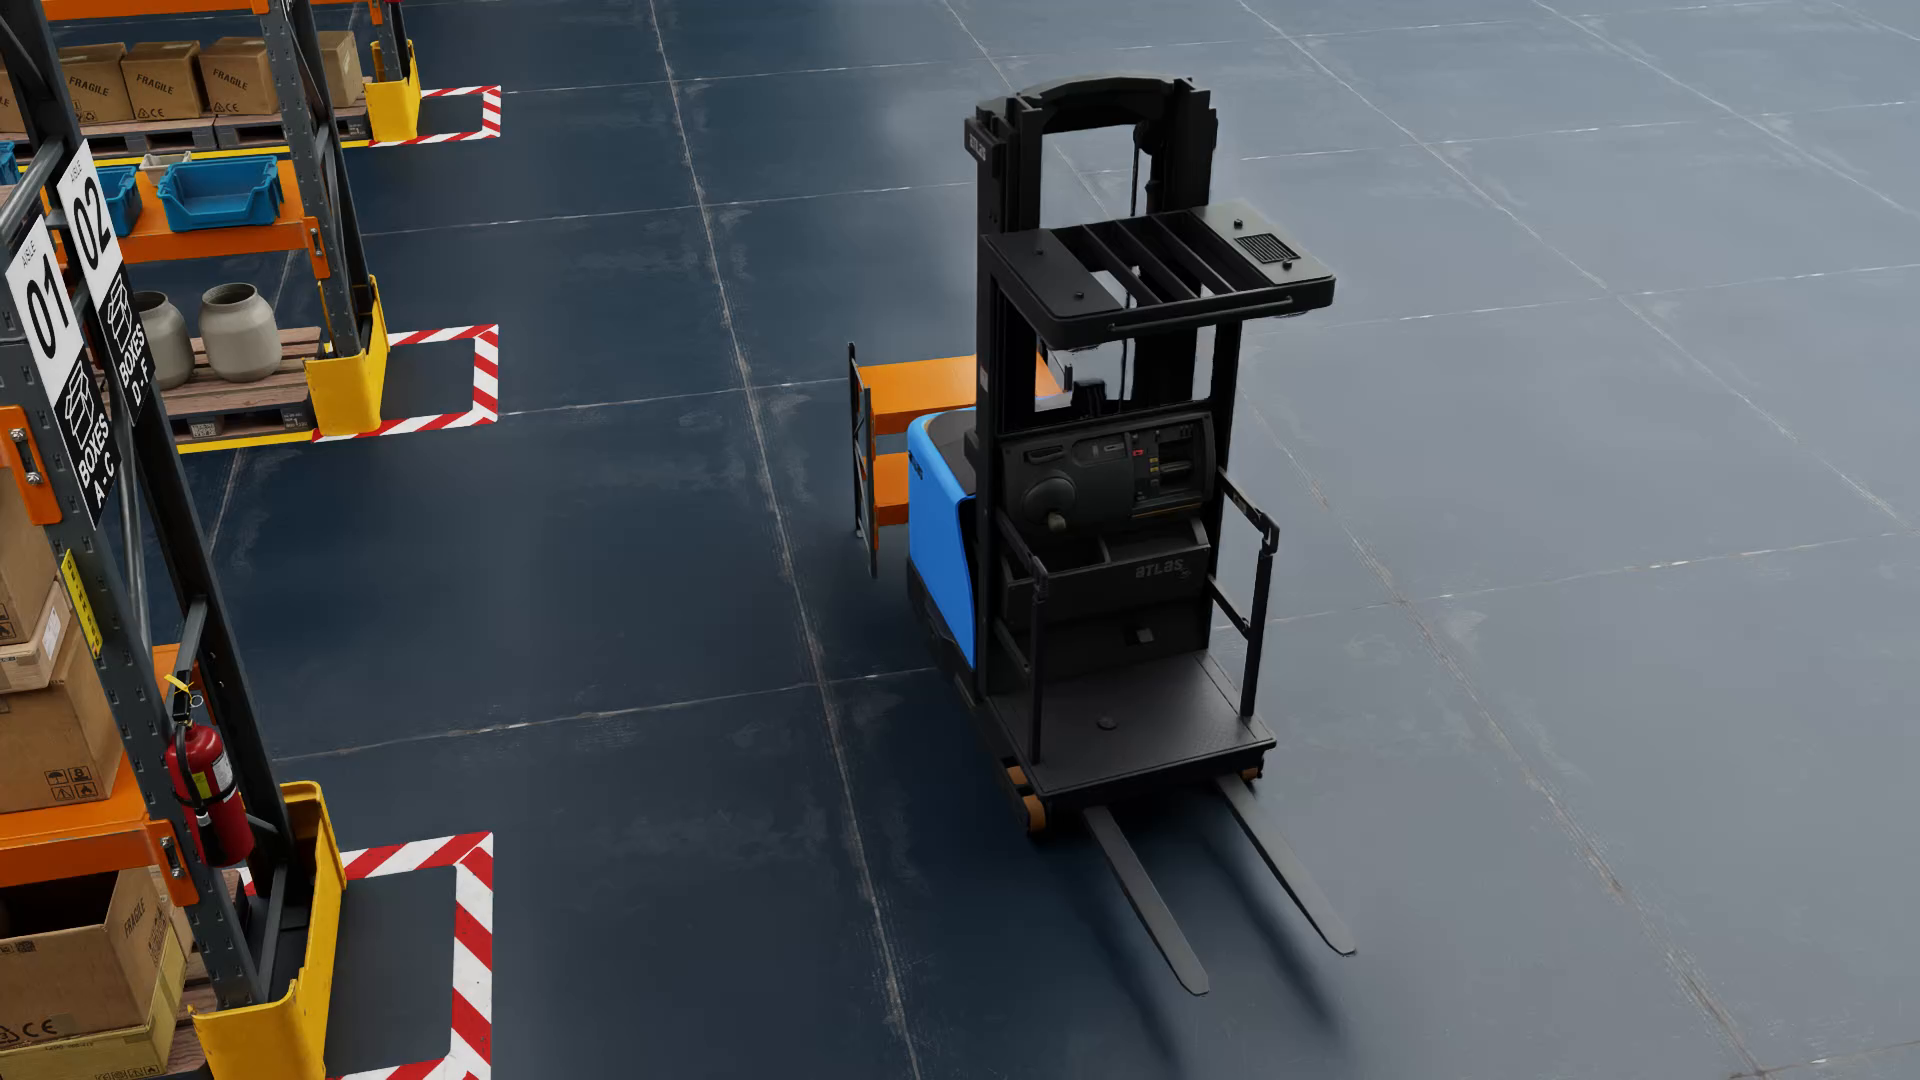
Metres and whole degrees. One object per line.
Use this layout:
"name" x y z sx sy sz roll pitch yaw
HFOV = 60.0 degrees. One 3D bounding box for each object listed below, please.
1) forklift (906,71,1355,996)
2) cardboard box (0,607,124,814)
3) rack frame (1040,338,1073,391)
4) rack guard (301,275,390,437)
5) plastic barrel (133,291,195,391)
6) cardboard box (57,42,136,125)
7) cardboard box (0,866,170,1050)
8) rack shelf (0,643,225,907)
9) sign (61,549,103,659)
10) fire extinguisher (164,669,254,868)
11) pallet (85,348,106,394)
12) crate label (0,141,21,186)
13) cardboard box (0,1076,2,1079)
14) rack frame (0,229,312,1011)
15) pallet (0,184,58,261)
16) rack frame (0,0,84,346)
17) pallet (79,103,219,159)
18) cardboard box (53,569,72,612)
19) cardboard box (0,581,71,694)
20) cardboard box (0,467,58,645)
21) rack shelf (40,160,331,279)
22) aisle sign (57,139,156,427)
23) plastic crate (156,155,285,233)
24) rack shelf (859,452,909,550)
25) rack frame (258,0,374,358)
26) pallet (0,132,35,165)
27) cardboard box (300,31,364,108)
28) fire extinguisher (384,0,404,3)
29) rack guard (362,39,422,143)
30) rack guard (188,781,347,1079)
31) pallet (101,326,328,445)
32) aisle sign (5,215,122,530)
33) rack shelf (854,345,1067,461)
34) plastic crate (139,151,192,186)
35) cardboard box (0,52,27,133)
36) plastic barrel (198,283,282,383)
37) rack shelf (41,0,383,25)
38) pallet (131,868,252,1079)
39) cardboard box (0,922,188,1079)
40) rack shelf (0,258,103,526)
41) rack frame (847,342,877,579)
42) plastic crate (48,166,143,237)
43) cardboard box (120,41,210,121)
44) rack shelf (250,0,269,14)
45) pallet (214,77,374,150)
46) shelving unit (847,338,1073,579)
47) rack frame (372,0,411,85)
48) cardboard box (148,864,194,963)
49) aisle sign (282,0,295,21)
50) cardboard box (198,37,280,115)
"forklift" 0.689 -0.222 6.673 1.130 2.935 3.031 -11 35 -16
"cardboard box" -3.073 0.475 5.483 0.500 0.500 0.700 -7 35 -11
"rack frame" 0.489 -0.529 8.751 0.032 1.125 0.500 -7 35 -11
"rack guard" -3.768 -1.153 10.243 0.348 0.500 1.175 -7 35 -11
"plastic barrel" -4.818 -1.183 9.900 0.421 0.512 0.421 0 34 0
"cardboard box" -7.154 -3.784 13.786 0.500 0.500 0.500 -10 35 -15
"cardboard box" -3.072 1.350 5.687 0.500 0.500 0.500 -7 35 -11
"rack shelf" -4.566 1.011 5.420 4.000 0.370 1.077 -7 35 -11
"sign" -2.509 0.184 4.755 0.005 0.325 0.100 -7 35 -11
"fire extinguisher" -2.397 0.736 5.253 0.183 0.674 0.296 -7 35 -11
"pallet" -5.749 -0.788 9.958 1.213 0.211 1.003 -7 35 -11
"crate label" -5.440 -1.868 9.032 0.616 0.435 0.502 -7 35 -11
"cardboard box" -3.558 1.728 5.796 0.500 0.250 0.500 -7 35 -11
"rack frame" -2.615 0.466 5.586 0.127 3.000 1.000 -7 35 -11
"pallet" -3.310 -0.670 4.666 1.213 0.211 1.003 -7 35 -11
"rack frame" -2.615 -2.025 3.914 0.127 3.000 1.000 -7 35 -11
"pallet" -6.859 -3.522 14.032 1.213 0.211 1.003 -7 35 -11
"cardboard box" -3.045 0.087 5.480 0.250 0.149 0.380 -7 35 -11
"cardboard box" -2.946 0.306 5.153 0.250 0.149 0.380 -8 35 -11
"cardboard box" -3.125 -0.057 5.112 0.500 0.500 0.700 -7 35 -10
"rack shelf" -5.655 -1.682 9.433 4.000 0.370 1.077 -7 35 -11
"aisle sign" -2.619 -0.788 5.122 0.004 0.787 0.394 -7 35 -11
"plastic crate" -4.126 -1.940 9.306 0.616 0.251 0.499 -7 35 -11
"rack shelf" -0.007 -0.263 8.795 1.000 0.278 0.538 -7 35 -11
"rack frame" -3.704 -2.226 9.599 0.127 3.000 1.000 -7 35 -11
"pallet" -8.051 -3.370 13.806 1.213 0.211 1.003 -7 35 -11
"cardboard box" -5.410 -3.987 14.089 0.500 0.500 0.500 -1 34 -2
"fire extinguisher" -4.583 -4.650 13.279 0.183 0.674 0.296 -7 35 -11
"rack guard" -4.871 -3.871 14.293 0.348 0.500 1.175 -7 35 -11
"rack guard" -2.592 1.501 6.287 0.348 0.500 1.175 -7 35 -11
"pallet" -4.561 -0.936 10.179 1.213 0.211 1.003 -7 35 -11
"aisle sign" -2.486 -0.462 4.636 0.004 0.787 0.394 -7 35 -11
"rack shelf" -0.007 -0.709 8.495 1.000 0.278 0.538 -7 35 -11
"plastic crate" -4.648 -2.182 9.769 0.250 0.136 0.298 -7 35 -11
"cardboard box" -7.742 -3.665 13.609 0.500 0.500 0.500 3 34 5
"plastic barrel" -4.329 -1.245 9.992 0.421 0.512 0.421 0 34 0
"rack shelf" -6.748 -4.374 13.444 4.000 0.370 1.077 -7 35 -11
"pallet" -3.352 1.741 6.189 1.213 0.211 1.003 -7 35 -11
"cardboard box" -3.073 1.660 5.898 0.500 0.250 0.500 -7 35 -11
"rack shelf" -4.566 -0.235 4.584 4.000 0.370 1.077 -7 35 -11
"rack frame" -0.502 -0.404 8.565 0.032 1.125 0.500 -7 35 -11
"plastic crate" -4.761 -1.864 9.192 0.408 0.251 0.499 -7 35 -11
"cardboard box" -6.600 -3.828 13.852 0.500 0.500 0.500 -4 34 -6
"rack shelf" -5.655 -2.927 8.597 4.000 0.370 1.077 -7 35 -11
"pallet" -5.671 -3.670 14.253 1.213 0.211 1.003 -7 35 -11
"shelving unit" -0.007 -0.466 8.658 1.048 1.125 0.538 -7 35 -11
"rack frame" -4.797 -4.918 13.610 0.127 3.000 1.000 -7 35 -11
"cardboard box" -3.187 1.379 6.317 0.500 0.250 0.500 -7 35 -11
"aisle sign" -3.568 -3.153 8.647 0.004 0.787 0.394 -7 35 -11
"cardboard box" -5.985 -3.895 13.951 0.500 0.500 0.500 1 34 2
